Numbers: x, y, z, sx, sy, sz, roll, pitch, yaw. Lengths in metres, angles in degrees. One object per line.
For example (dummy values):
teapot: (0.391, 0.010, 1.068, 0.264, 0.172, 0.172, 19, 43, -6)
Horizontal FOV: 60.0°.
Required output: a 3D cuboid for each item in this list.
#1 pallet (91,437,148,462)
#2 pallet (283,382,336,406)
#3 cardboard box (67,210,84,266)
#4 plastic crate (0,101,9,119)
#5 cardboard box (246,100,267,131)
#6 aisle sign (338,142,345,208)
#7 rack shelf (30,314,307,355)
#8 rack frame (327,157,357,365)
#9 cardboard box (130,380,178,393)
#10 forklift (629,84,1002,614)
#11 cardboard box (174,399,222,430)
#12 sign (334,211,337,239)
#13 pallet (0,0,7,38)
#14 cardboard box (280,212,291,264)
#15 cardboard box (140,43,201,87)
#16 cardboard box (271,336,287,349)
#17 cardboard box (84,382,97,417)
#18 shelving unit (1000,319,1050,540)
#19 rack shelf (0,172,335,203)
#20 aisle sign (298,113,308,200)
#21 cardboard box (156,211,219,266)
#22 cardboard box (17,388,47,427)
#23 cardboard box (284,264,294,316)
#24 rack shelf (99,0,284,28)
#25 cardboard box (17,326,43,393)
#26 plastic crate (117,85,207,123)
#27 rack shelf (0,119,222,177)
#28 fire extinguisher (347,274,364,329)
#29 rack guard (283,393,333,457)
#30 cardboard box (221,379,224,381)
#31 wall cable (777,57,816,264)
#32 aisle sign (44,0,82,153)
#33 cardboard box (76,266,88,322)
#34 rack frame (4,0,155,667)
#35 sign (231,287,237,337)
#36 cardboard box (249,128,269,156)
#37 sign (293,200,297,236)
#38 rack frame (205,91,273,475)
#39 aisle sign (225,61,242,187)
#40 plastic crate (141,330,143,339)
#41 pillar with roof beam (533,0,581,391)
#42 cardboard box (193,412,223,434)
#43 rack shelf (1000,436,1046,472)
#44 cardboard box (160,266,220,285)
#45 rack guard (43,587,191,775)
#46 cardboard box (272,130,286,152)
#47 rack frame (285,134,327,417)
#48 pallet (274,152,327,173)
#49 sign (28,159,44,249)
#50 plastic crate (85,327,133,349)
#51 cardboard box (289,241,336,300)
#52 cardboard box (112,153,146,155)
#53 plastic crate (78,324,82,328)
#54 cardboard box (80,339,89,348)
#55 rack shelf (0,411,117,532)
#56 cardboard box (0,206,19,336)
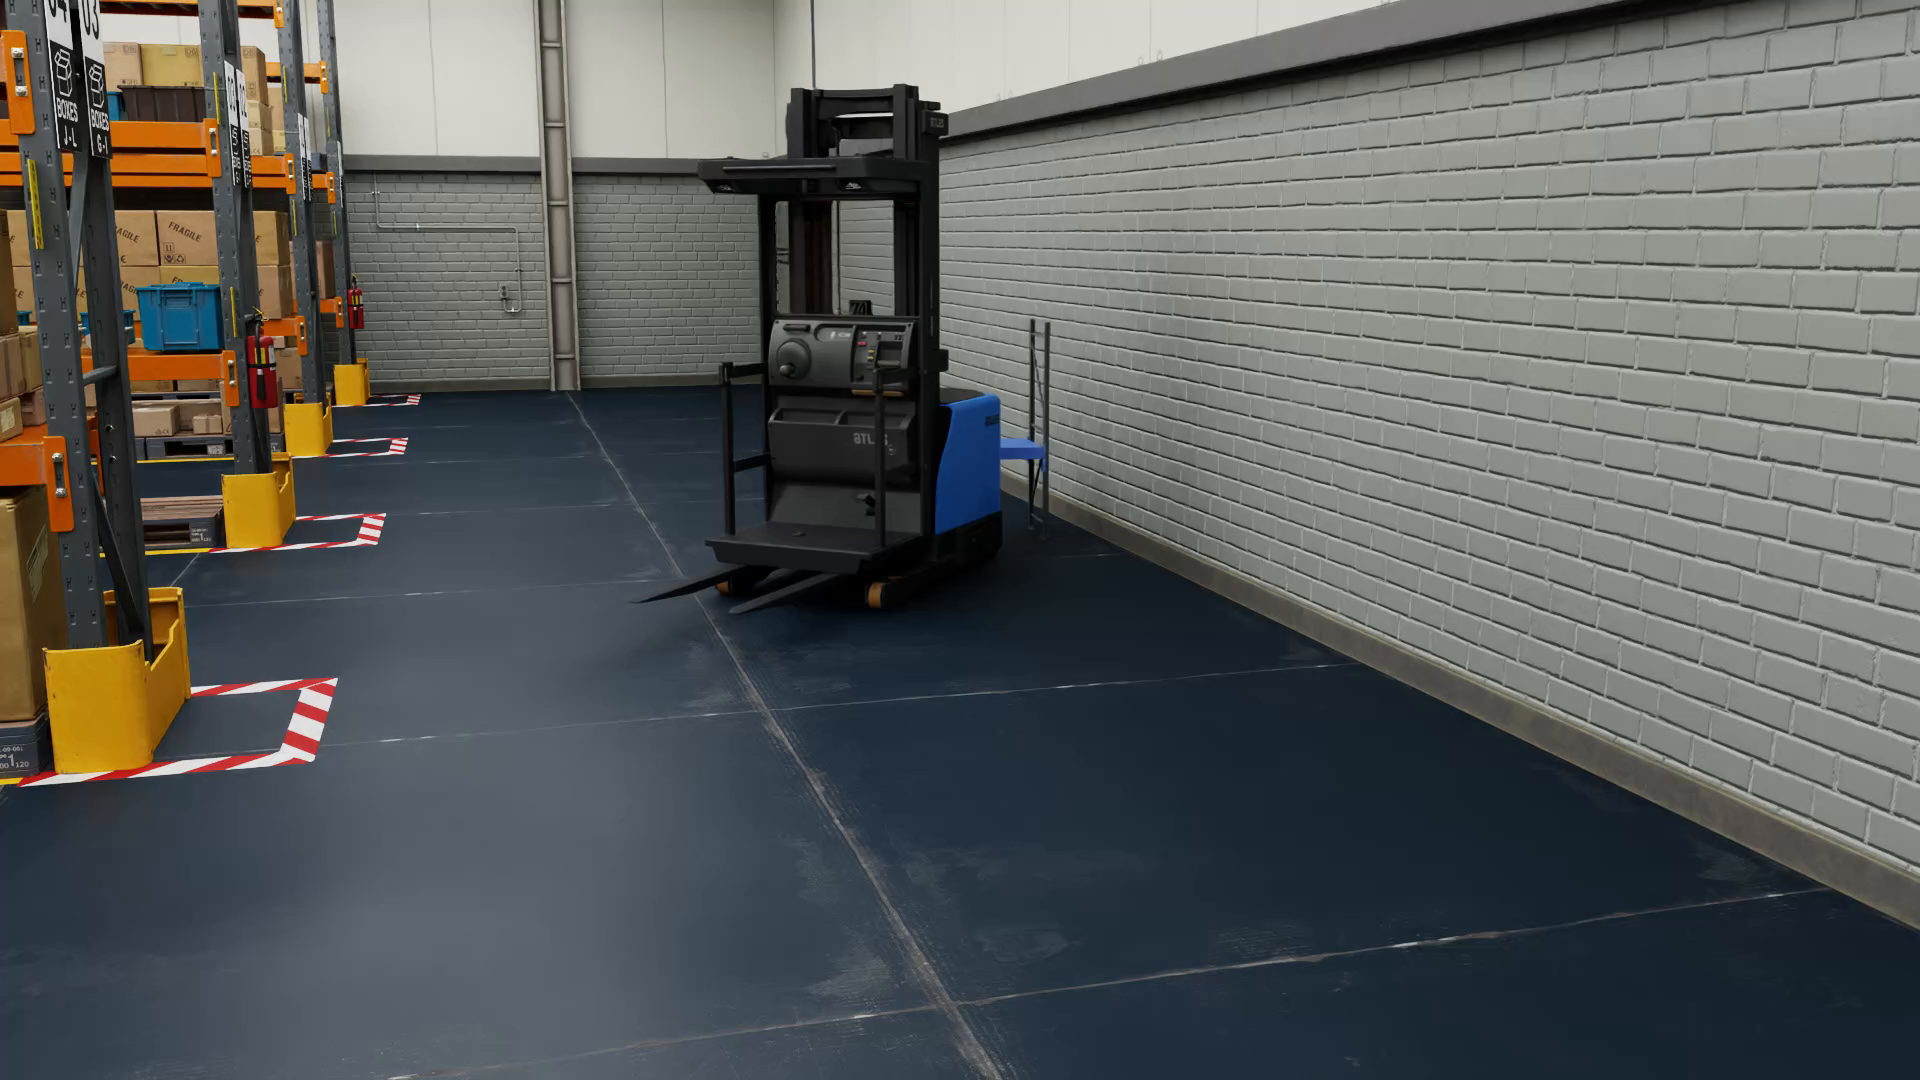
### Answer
pallet: (-8.355, -0.904, 15.875, 1.213, 0.211, 1.003, -3, 11, -16)
pallet: (-8.482, -1.817, 20.831, 1.213, 0.211, 1.003, -3, 11, -16)
cardboard box: (-8.173, -2.773, 15.286, 0.500, 0.500, 0.500, -3, 11, -14)
plastic crate: (-6.511, -2.935, 11.091, 0.767, 0.338, 0.504, -3, 11, -16)
cardboard box: (-6.770, -3.958, 15.510, 0.500, 0.250, 0.500, -3, 11, -16)
aisle sign: (-7.583, -4.472, 20.373, 0.004, 0.787, 0.394, -3, 11, -16)
rack shelf: (-8.268, -1.926, 15.711, 4.000, 0.370, 1.077, -3, 11, -16)
rack frame: (-7.736, -3.242, 20.872, 0.127, 3.000, 1.000, -3, 11, -16)
cardboard box: (-9.853, -2.087, 20.344, 0.500, 0.500, 0.700, -3, 11, -15)
forklift: (-0.789, -1.130, 9.591, 1.130, 2.935, 3.031, 5, 11, 24)
cardboard box: (-7.429, -1.242, 16.386, 0.500, 0.250, 0.500, -3, 11, -16)
sign: (-7.598, -3.833, 20.230, 0.005, 0.325, 0.100, -3, 11, -16)
pallet: (-4.292, -2.051, 6.363, 1.213, 0.211, 1.003, -3, 11, -16)
cardboard box: (-6.847, -2.945, 16.223, 0.500, 0.500, 0.500, -3, 11, -14)
cardboard box: (-7.340, -4.358, 15.610, 0.500, 0.500, 0.700, -3, 11, -16)
cardboard box: (-8.452, -2.447, 20.507, 0.250, 0.149, 0.380, -3, 11, -17)
cardboard box: (-8.386, -1.263, 15.803, 0.637, 0.503, 0.797, -3, 11, -16)
shelving unit: (0.053, -0.767, 11.570, 1.048, 1.500, 0.538, -2, 11, -10)
rack shelf: (-9.656, -4.262, 20.116, 4.000, 0.370, 1.077, -3, 11, -16)
aisle sign: (-6.197, -3.610, 15.690, 0.004, 0.787, 0.394, -3, 11, -16)
cardboard box: (-7.183, -2.826, 15.574, 0.500, 0.500, 0.500, -3, 11, -14)
cardboard box: (-4.016, -0.575, 7.077, 0.250, 0.149, 0.380, -3, 11, -15)
cardboard box: (-6.847, -2.454, 16.313, 0.500, 0.500, 0.500, -3, 11, -15)
rack shelf: (-8.268, -4.875, 15.168, 4.000, 0.370, 1.077, -3, 11, -16)
cardboard box: (-4.119, -0.754, 6.950, 0.500, 0.250, 0.500, -3, 11, -17)
plastic crate: (-5.414, -2.960, 11.415, 0.590, 0.269, 0.497, -3, 11, -16)
rack shelf: (-6.887, -2.540, 10.761, 4.000, 0.370, 1.077, -3, 11, -16)
fire extinguisher: (-7.462, -2.948, 20.519, 0.183, 0.674, 0.296, -3, 11, -16)
rack guard: (-6.421, -1.148, 16.401, 0.348, 0.500, 1.175, -3, 11, -16)
cardboard box: (-8.860, -2.141, 20.636, 0.500, 0.500, 0.700, -3, 11, -16)
wall cable: (-2.205, -4.889, 21.827, 0.112, 2.526, 3.097, -3, 11, -16)
aisle sign: (-3.429, -1.889, 6.341, 0.004, 0.787, 0.394, -3, 11, -16)
cardboard box: (-8.163, -2.284, 15.390, 0.500, 0.500, 0.500, -3, 11, -17)
rack frame: (-3.582, -0.659, 6.840, 0.127, 3.000, 1.000, -3, 11, -16)
sign: (-4.797, -1.505, 10.987, 0.005, 0.325, 0.100, -3, 11, -16)
cardboard box: (-6.767, -3.711, 15.547, 0.500, 0.250, 0.500, -3, 11, -16)
sign: (-6.212, -3.008, 15.533, 0.005, 0.325, 0.100, -3, 11, -16)
rack frame: (-4.967, -1.520, 11.517, 0.127, 3.000, 1.000, -3, 11, -16)
aisle sign: (-4.816, -2.751, 11.025, 0.004, 0.787, 0.394, -3, 11, -16)
plastic crate: (-5.627, -1.463, 11.769, 0.298, 0.136, 0.250, -3, 11, -16)
pillar with roof beam: (-4.182, -5.731, 17.823, 0.400, 9.000, 9.100, -3, 11, -16)
cardboard box: (-7.215, -1.129, 16.004, 0.250, 0.166, 0.380, -3, 11, -16)
rack shelf: (0.053, -0.590, 11.603, 1.000, 0.185, 0.538, -2, 11, -10)
cardboard box: (-7.199, -2.333, 15.660, 0.500, 0.500, 0.500, -3, 11, -15)
rack guard: (-3.559, 0.569, 7.073, 0.348, 0.500, 1.175, -3, 11, -16)
cardboard box: (-8.365, -4.816, 20.115, 0.500, 0.250, 0.500, -3, 11, -14)
rack frame: (-6.348, -2.381, 16.196, 0.127, 3.000, 1.000, -3, 11, -16)
pallet: (-8.445, -4.634, 20.395, 1.213, 0.211, 1.003, -3, 11, -16)
sign: (-3.444, -1.250, 6.198, 0.005, 0.325, 0.100, -3, 11, -16)
plastic crate: (-5.699, -1.347, 11.140, 0.243, 0.136, 0.396, -3, 11, -16)
cardboard box: (-8.223, -3.362, 20.695, 0.700, 0.700, 0.980, -3, 11, -13)
cardboard box: (-7.727, -3.660, 15.271, 0.500, 0.250, 0.500, -3, 11, -16)
plastic crate: (-6.278, -1.428, 11.582, 0.298, 0.136, 0.250, -3, 11, -16)
cardboard box: (-10.450, -2.341, 19.933, 0.250, 0.149, 0.380, -3, 11, -14)
rack shelf: (-5.503, -0.204, 6.356, 4.000, 0.370, 1.077, -3, 11, -16)
cardboard box: (-3.977, -1.030, 6.377, 0.500, 0.500, 0.500, -3, 11, -15)
